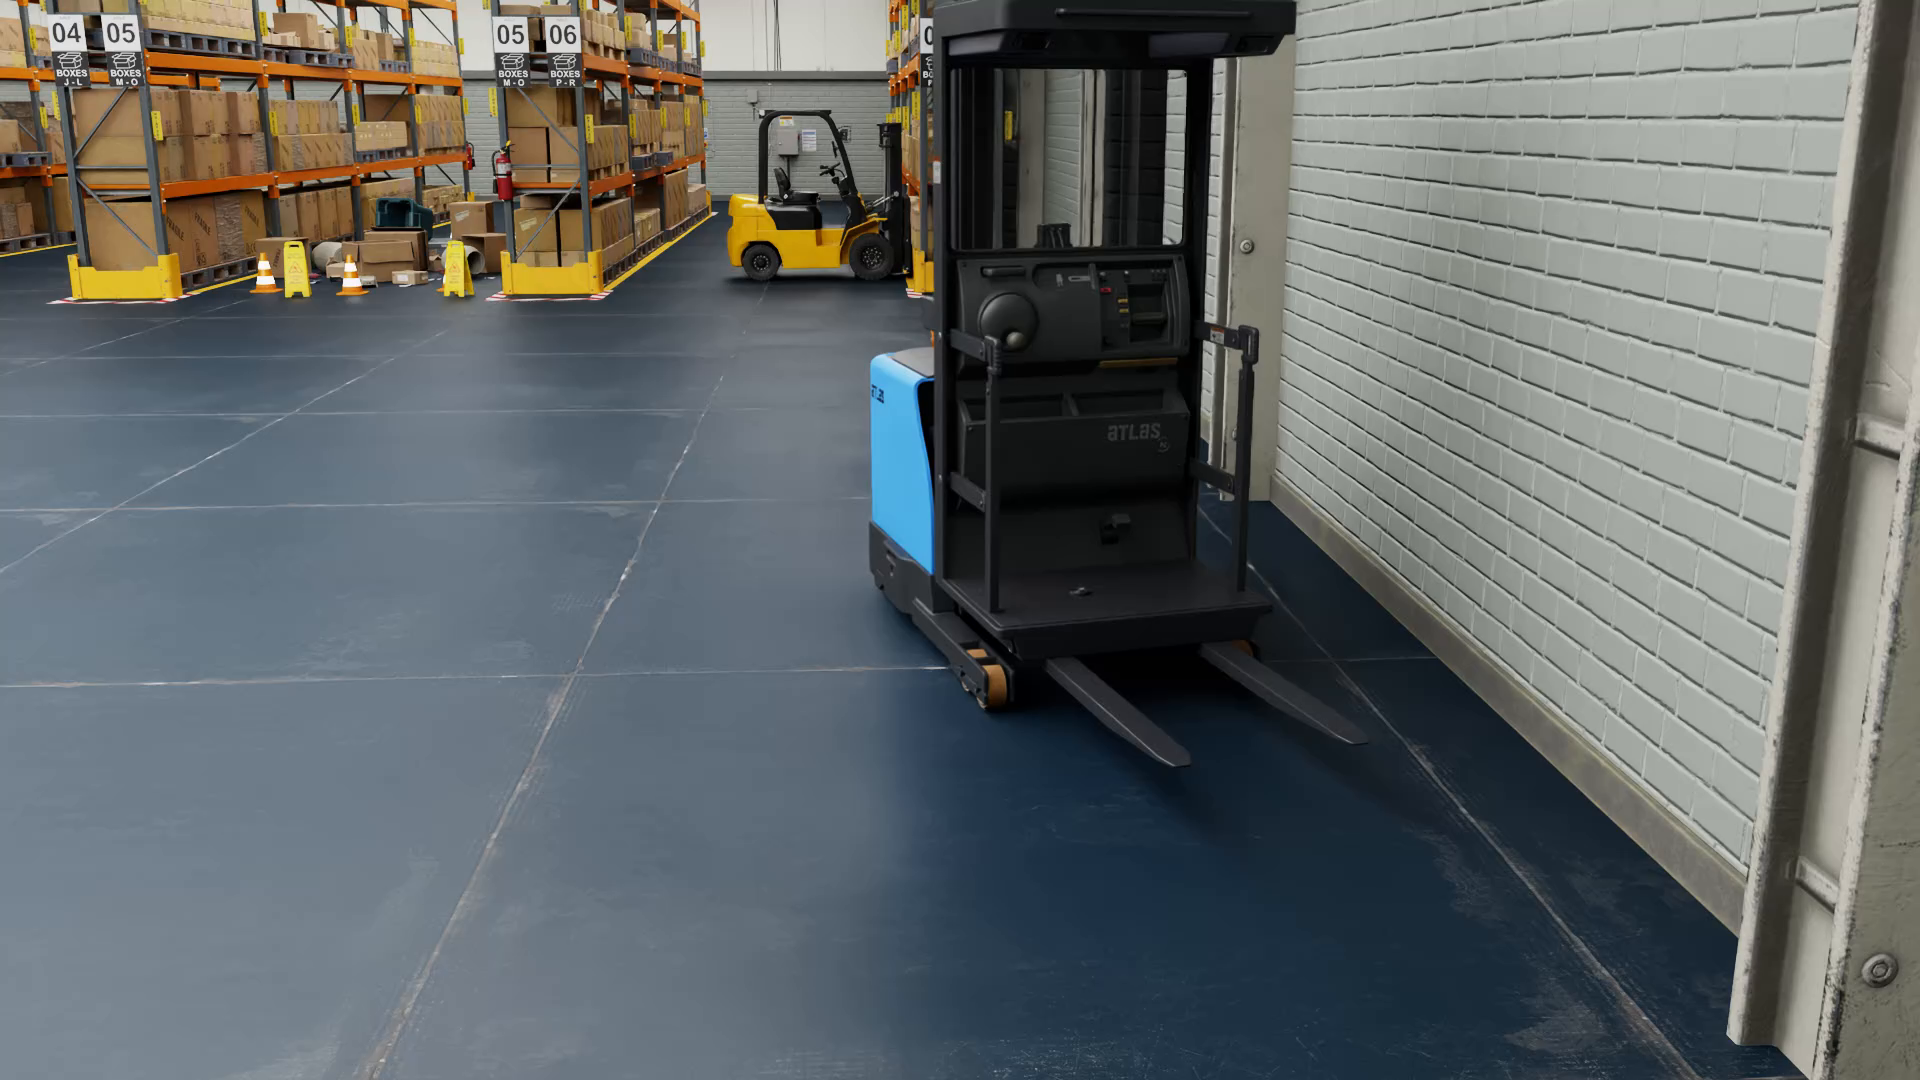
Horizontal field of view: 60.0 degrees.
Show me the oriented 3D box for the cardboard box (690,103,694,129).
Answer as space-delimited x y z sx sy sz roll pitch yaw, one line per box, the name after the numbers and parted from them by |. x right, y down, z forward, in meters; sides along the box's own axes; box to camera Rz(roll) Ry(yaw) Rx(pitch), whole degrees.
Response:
-5.512 -8.336 32.699 0.500 0.500 0.500 -1 14 -2 | cardboard box

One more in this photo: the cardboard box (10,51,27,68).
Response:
-15.048 -7.546 26.116 0.500 0.250 0.500 -1 14 -3 | cardboard box

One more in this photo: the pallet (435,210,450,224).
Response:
-10.769 -6.447 33.159 1.003 0.211 1.213 -1 14 -3 | pallet

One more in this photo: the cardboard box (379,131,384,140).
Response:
-10.297 -7.068 29.042 0.380 0.149 0.250 0 14 -1 | cardboard box

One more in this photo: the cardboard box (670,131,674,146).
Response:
-5.266 -6.985 28.954 0.500 0.250 0.500 -1 14 -4 | cardboard box

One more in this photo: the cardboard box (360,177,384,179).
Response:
-10.831 -6.495 30.418 0.500 0.250 0.500 -2 15 -6 | cardboard box

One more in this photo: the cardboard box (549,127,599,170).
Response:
-4.688 -4.758 20.203 0.500 0.500 0.500 -1 14 -4 | cardboard box

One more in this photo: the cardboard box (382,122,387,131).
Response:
-10.314 -7.275 29.251 0.380 0.149 0.250 -2 15 -6 | cardboard box

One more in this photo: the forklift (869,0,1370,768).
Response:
0.508 -0.909 6.176 1.130 2.935 3.031 -4 15 -17 | forklift

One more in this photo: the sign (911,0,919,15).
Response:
-0.524 -6.360 19.586 0.100 0.325 0.005 -1 14 -3 | sign

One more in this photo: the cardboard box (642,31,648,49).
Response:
-4.852 -7.300 24.316 0.500 0.250 0.500 -1 14 -4 | cardboard box

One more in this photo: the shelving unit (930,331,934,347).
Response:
-0.010 -0.622 8.537 0.258 1.200 0.503 -1 14 -3 | shelving unit

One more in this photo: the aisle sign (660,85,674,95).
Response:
-6.221 -9.695 34.972 0.394 0.787 0.004 -1 14 -3 | aisle sign

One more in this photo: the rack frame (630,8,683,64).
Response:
-5.679 -10.334 30.629 1.000 3.000 0.127 -1 14 -3 | rack frame

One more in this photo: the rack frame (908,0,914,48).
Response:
-0.230 -8.422 23.198 1.000 3.000 0.127 -1 14 -3 | rack frame

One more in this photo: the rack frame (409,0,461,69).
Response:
-10.861 -11.227 34.101 1.000 3.000 0.127 -1 14 -3 | rack frame

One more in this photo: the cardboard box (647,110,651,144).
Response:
-5.017 -6.331 25.471 0.500 0.500 0.500 -1 15 -6 | cardboard box

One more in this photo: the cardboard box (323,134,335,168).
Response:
-10.009 -6.024 25.719 0.500 0.500 0.500 -1 14 -4 | cardboard box

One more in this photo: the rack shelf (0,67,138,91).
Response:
-15.446 -7.882 28.565 1.077 0.370 4.000 -1 14 -3 | rack shelf

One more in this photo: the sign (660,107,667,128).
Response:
-4.890 -6.967 27.418 0.100 0.325 0.005 -1 14 -3 | sign

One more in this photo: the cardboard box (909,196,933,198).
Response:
-0.513 -4.747 23.625 0.500 0.250 0.500 -1 14 -4 | cardboard box

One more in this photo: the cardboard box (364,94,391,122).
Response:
-10.912 -8.116 31.246 0.500 0.500 0.500 -1 14 -5 | cardboard box

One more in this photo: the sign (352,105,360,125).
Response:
-9.812 -6.902 27.008 0.100 0.325 0.005 -1 14 -3 | sign

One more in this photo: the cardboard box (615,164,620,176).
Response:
-4.793 -4.989 22.401 0.380 0.149 0.250 -1 14 -4 | cardboard box

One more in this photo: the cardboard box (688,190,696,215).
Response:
-5.611 -6.549 32.257 0.875 0.438 0.875 -1 14 -4 | cardboard box

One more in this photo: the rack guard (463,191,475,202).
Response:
-10.857 -7.092 35.087 1.175 0.500 0.348 -1 14 -3 | rack guard

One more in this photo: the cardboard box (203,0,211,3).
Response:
-9.682 -6.842 20.941 0.380 0.149 0.250 -1 14 -3 | cardboard box

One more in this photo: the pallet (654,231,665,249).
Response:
-5.384 -4.889 27.103 1.003 0.211 1.213 -1 14 -3 | pallet

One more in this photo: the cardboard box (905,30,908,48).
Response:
-0.565 -7.545 24.945 0.500 0.311 0.500 -1 14 -5 | cardboard box

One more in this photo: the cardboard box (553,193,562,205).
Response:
-5.362 -4.406 21.501 0.380 0.149 0.250 0 14 -1 | cardboard box

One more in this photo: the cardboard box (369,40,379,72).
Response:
-10.210 -8.228 28.263 0.500 0.500 0.500 -1 14 -3 | cardboard box

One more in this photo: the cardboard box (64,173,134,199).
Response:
-15.454 -6.069 29.514 1.225 0.875 0.875 -1 14 -5 | cardboard box

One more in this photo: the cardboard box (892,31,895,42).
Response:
-1.055 -9.353 30.870 0.396 0.266 0.258 -1 14 -4 | cardboard box

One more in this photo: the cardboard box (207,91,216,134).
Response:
-10.042 -5.437 21.171 0.875 0.550 0.500 -1 14 -3 | cardboard box

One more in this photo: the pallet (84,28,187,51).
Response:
-9.926 -5.936 19.737 1.003 0.211 1.213 -1 14 -3 | pallet

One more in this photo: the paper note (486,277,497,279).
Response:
-6.187 -3.464 21.926 0.142 0.019 0.148 -6 16 -23 | paper note

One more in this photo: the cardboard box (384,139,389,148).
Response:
-10.307 -6.989 29.330 0.380 0.149 0.250 0 14 -1 | cardboard box

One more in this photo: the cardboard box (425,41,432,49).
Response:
-10.423 -9.546 32.084 0.380 0.149 0.250 0 14 -1 | cardboard box

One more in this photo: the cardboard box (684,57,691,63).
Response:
-5.703 -9.792 34.006 0.380 0.149 0.250 -2 15 -8 | cardboard box

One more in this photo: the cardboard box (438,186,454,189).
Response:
-10.522 -7.113 33.838 0.380 0.149 0.250 -1 15 -6 | cardboard box

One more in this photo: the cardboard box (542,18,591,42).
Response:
-4.701 -6.097 19.888 0.500 0.250 0.500 -1 14 -4 | cardboard box

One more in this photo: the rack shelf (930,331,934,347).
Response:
-0.010 -1.003 8.439 0.258 0.148 0.480 -1 14 -3 | rack shelf

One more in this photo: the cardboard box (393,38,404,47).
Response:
-10.390 -9.218 30.811 0.380 0.149 0.250 -1 14 -4 | cardboard box

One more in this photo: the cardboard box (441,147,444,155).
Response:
-10.567 -7.801 33.331 0.380 0.149 0.250 -1 15 -6 | cardboard box

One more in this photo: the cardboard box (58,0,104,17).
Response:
-10.179 -6.236 19.383 0.500 0.250 0.500 -1 14 -3 | cardboard box

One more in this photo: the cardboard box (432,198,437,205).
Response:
-10.480 -6.646 32.619 0.380 0.149 0.250 0 14 -1 | cardboard box

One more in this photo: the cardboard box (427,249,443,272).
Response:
-7.275 -3.879 23.069 0.258 0.266 0.396 -13 20 -42 | cardboard box

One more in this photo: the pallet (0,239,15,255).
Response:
-15.203 -4.433 25.332 1.003 0.211 1.213 -1 14 -3 | pallet

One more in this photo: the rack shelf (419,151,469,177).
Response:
-10.737 -7.476 33.005 1.077 0.370 4.000 -1 14 -3 | rack shelf

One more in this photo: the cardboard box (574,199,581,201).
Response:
-5.371 -4.390 22.738 0.500 0.500 0.500 0 14 -1 | cardboard box

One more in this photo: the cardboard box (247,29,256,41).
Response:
-9.776 -6.834 22.509 0.380 0.149 0.250 -1 14 -4 | cardboard box

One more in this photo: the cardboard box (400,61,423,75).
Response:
-10.379 -8.826 31.091 0.500 0.250 0.500 0 14 -1 | cardboard box
